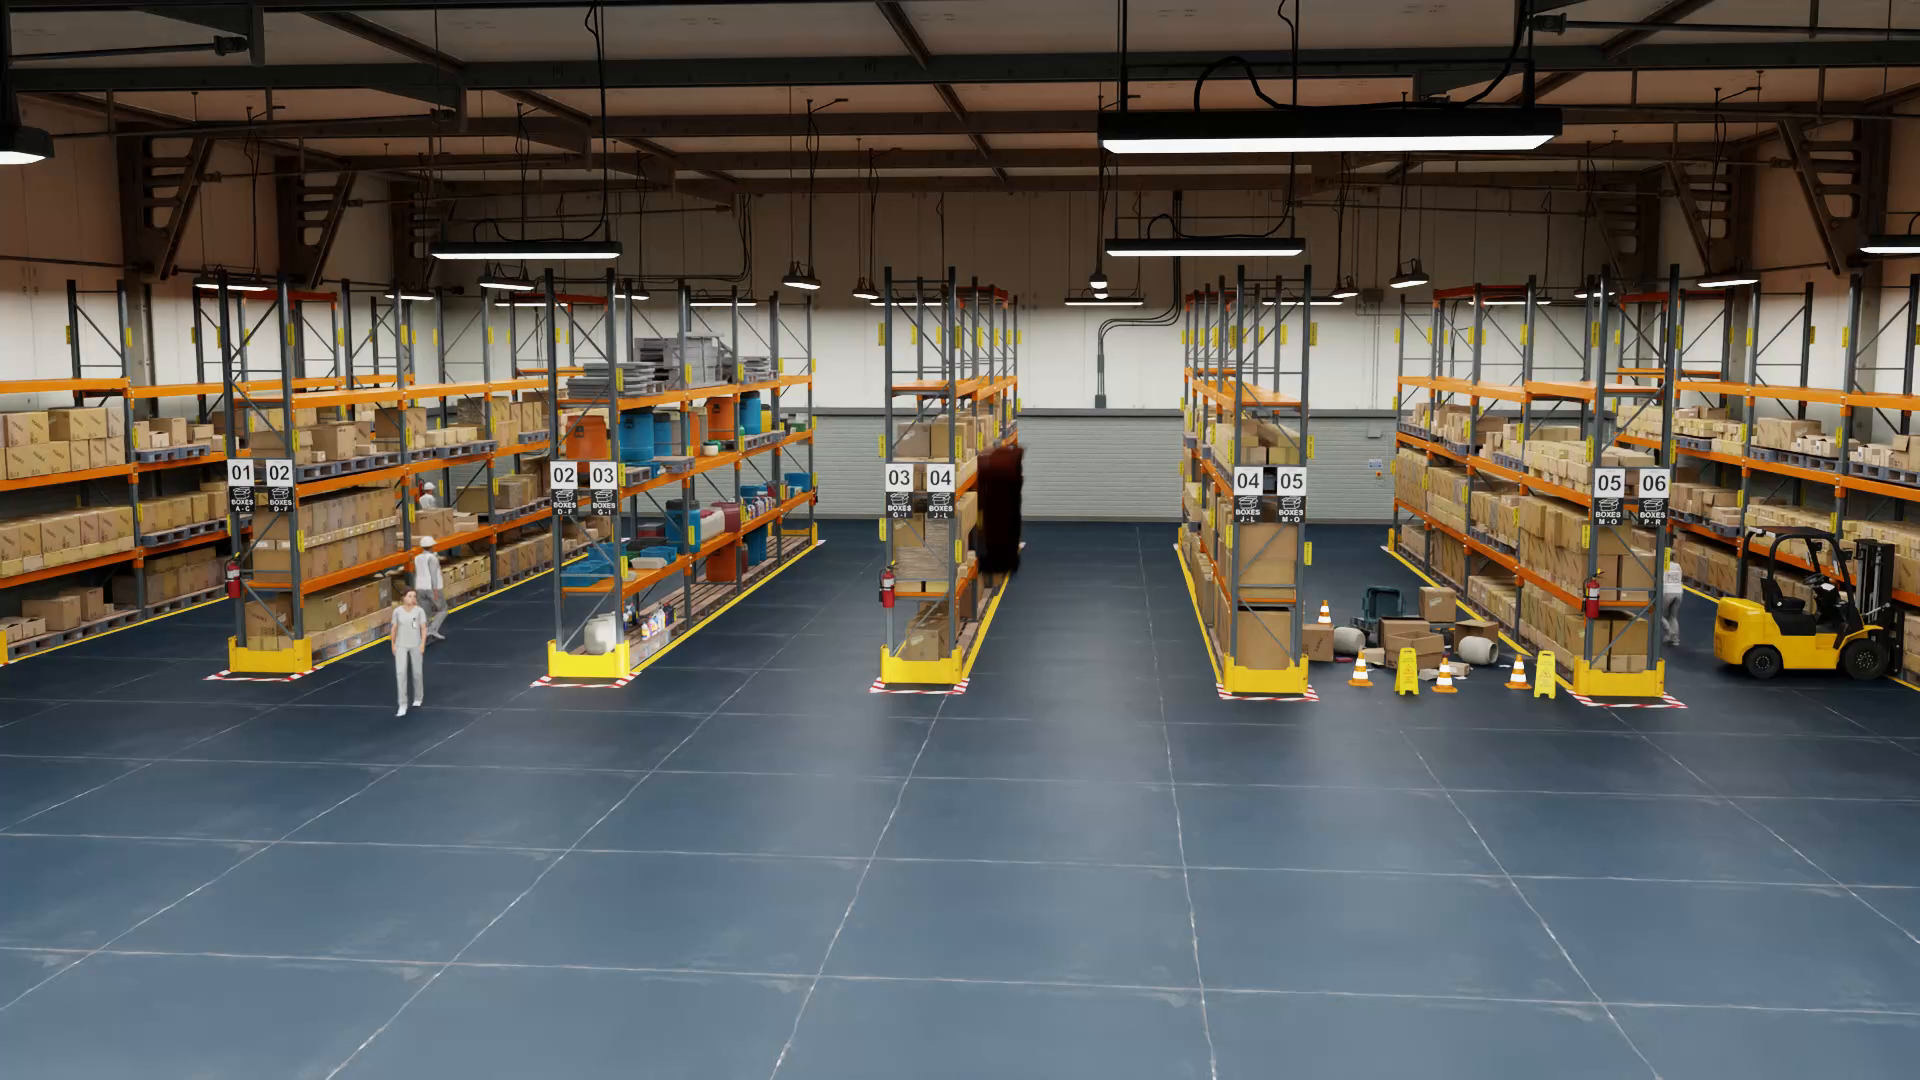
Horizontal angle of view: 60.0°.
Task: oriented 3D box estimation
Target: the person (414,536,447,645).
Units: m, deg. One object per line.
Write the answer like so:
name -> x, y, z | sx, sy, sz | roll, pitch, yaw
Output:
person -> -8.698, 0.820, 27.214 | 0.579, 1.762, 0.516 | 2, 7, 13

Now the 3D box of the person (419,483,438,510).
person -> -11.855, -0.383, 37.110 | 0.589, 1.789, 0.508 | 6, 9, 39

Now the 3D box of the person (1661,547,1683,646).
person -> 11.632, 0.914, 27.298 | 0.533, 1.579, 0.687 | -1, 7, -6

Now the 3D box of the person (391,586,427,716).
person -> -7.415, 1.477, 22.404 | 0.469, 1.663, 0.762 | -2, 7, -19
